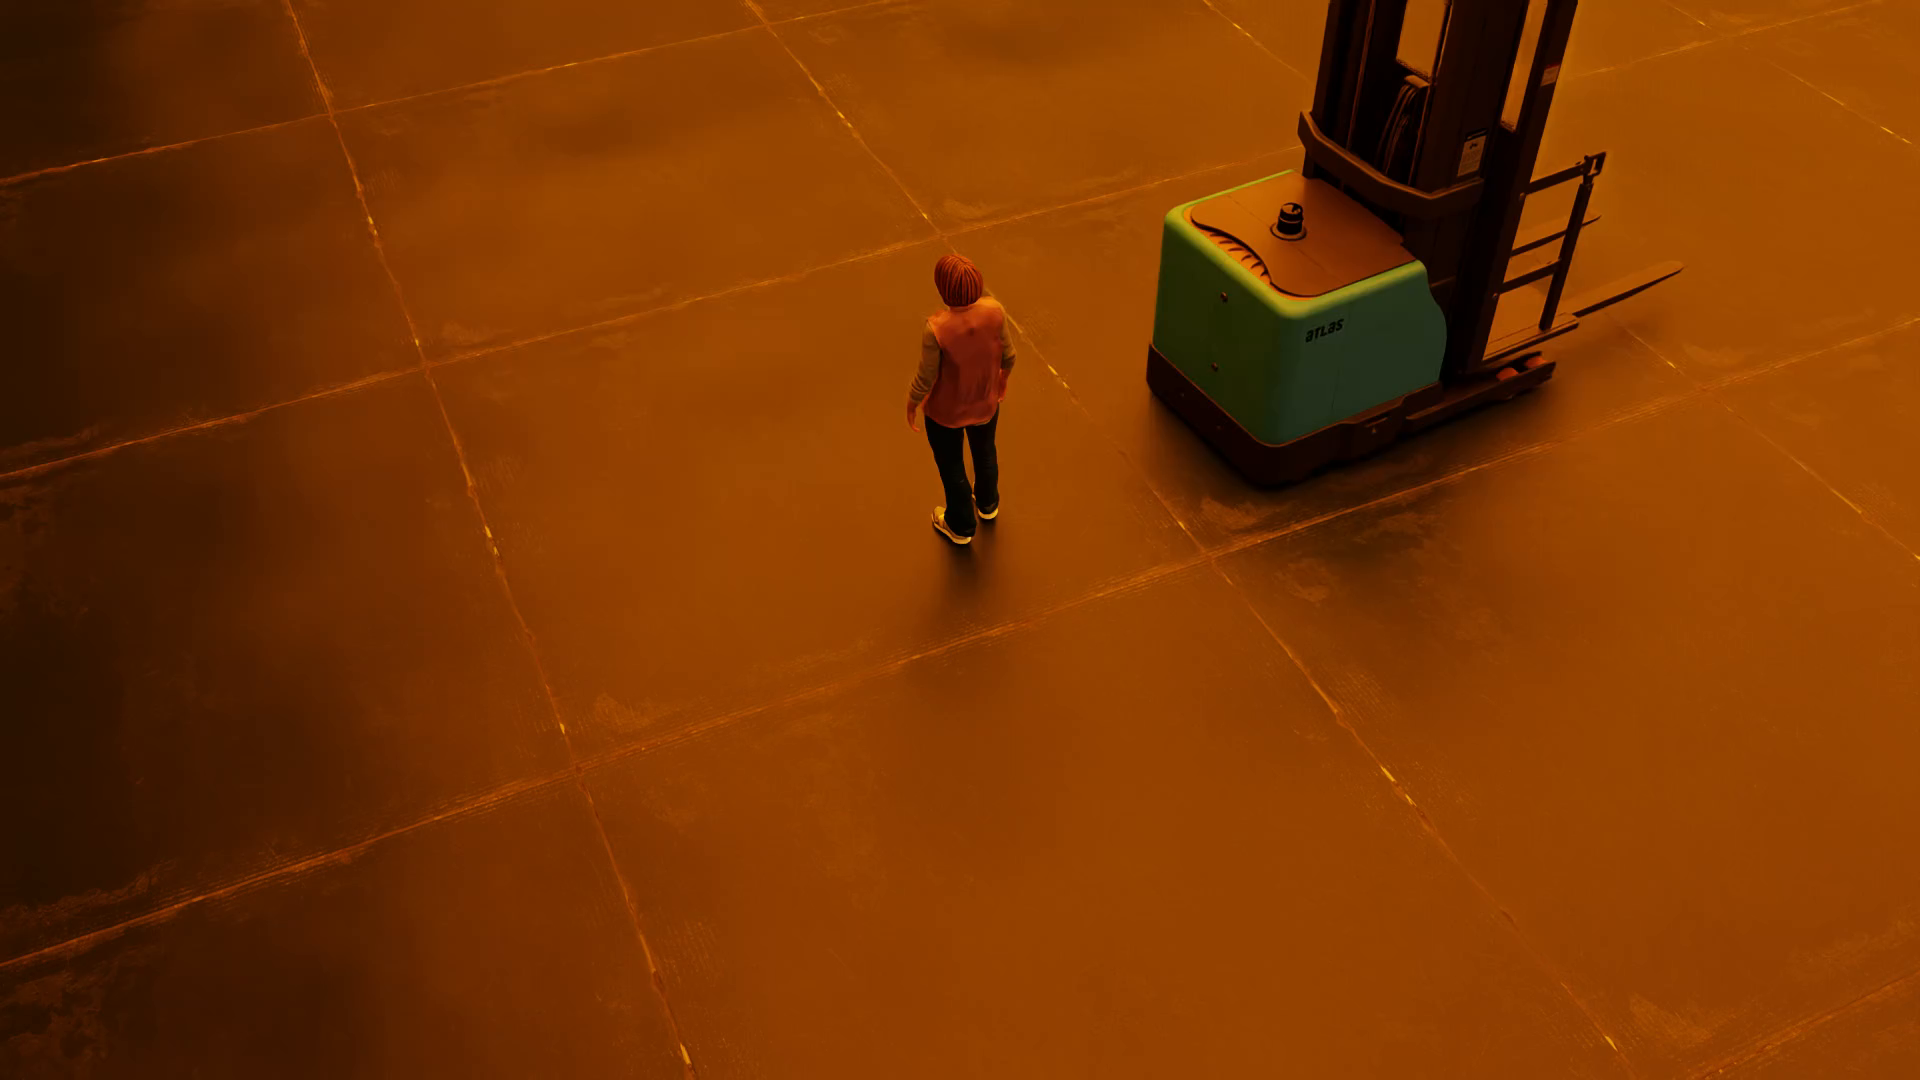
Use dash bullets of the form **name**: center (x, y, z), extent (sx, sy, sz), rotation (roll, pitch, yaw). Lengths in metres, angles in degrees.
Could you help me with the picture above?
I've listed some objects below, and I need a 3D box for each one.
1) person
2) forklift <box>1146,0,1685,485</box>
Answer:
- **person**: center (-0.018, -0.639, 7.332), extent (0.520, 1.597, 0.476), rotation (-18, 46, -18)
- **forklift**: center (2.497, -2.087, 7.916), extent (3.031, 2.935, 1.130), rotation (-22, 47, -22)
